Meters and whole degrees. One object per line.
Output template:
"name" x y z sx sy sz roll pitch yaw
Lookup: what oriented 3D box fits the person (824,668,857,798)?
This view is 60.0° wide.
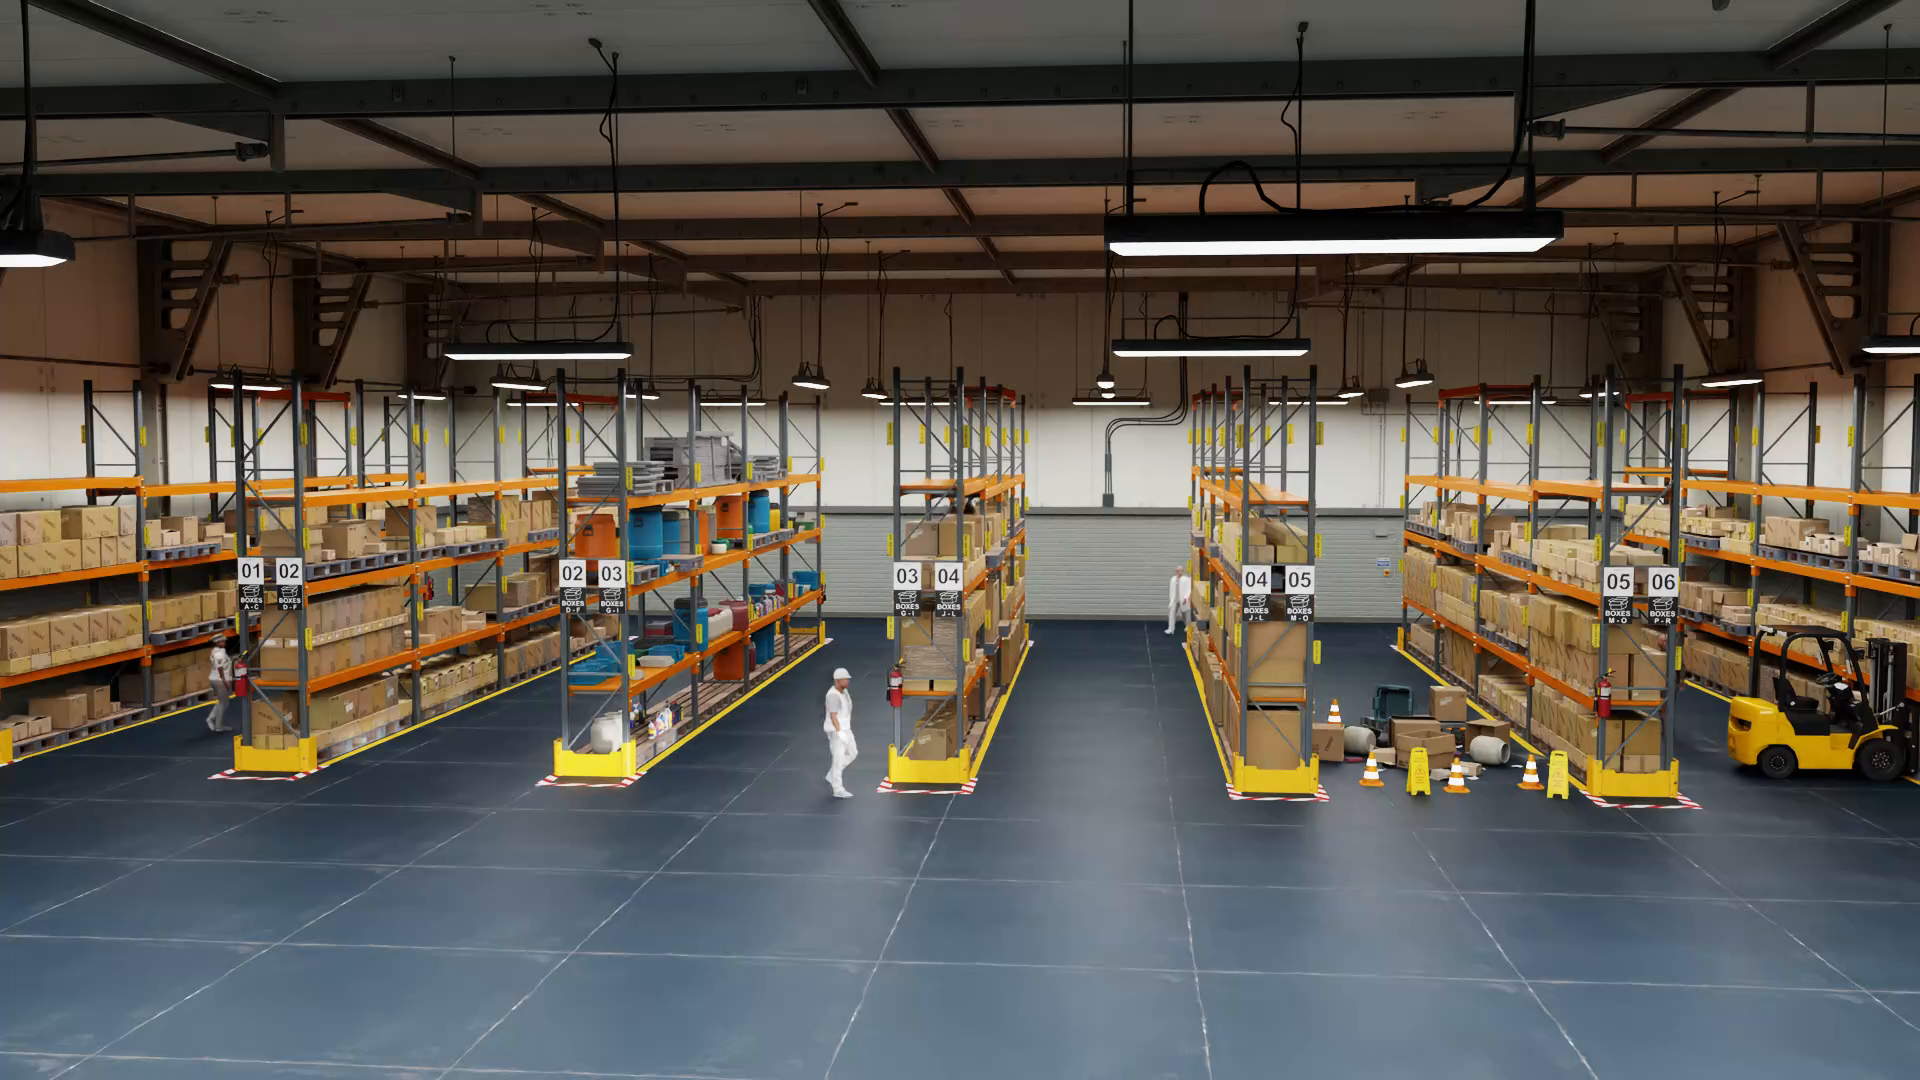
"person" -1.682 2.673 23.236 0.507 1.784 0.763 1 4 15

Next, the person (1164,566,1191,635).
"person" 5.528 1.529 42.033 0.619 1.734 1.145 2 4 29

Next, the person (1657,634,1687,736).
"person" 11.831 2.449 27.874 0.706 1.748 0.657 1 4 8

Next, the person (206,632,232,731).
"person" -12.498 2.400 28.138 0.460 1.687 0.432 3 5 39
